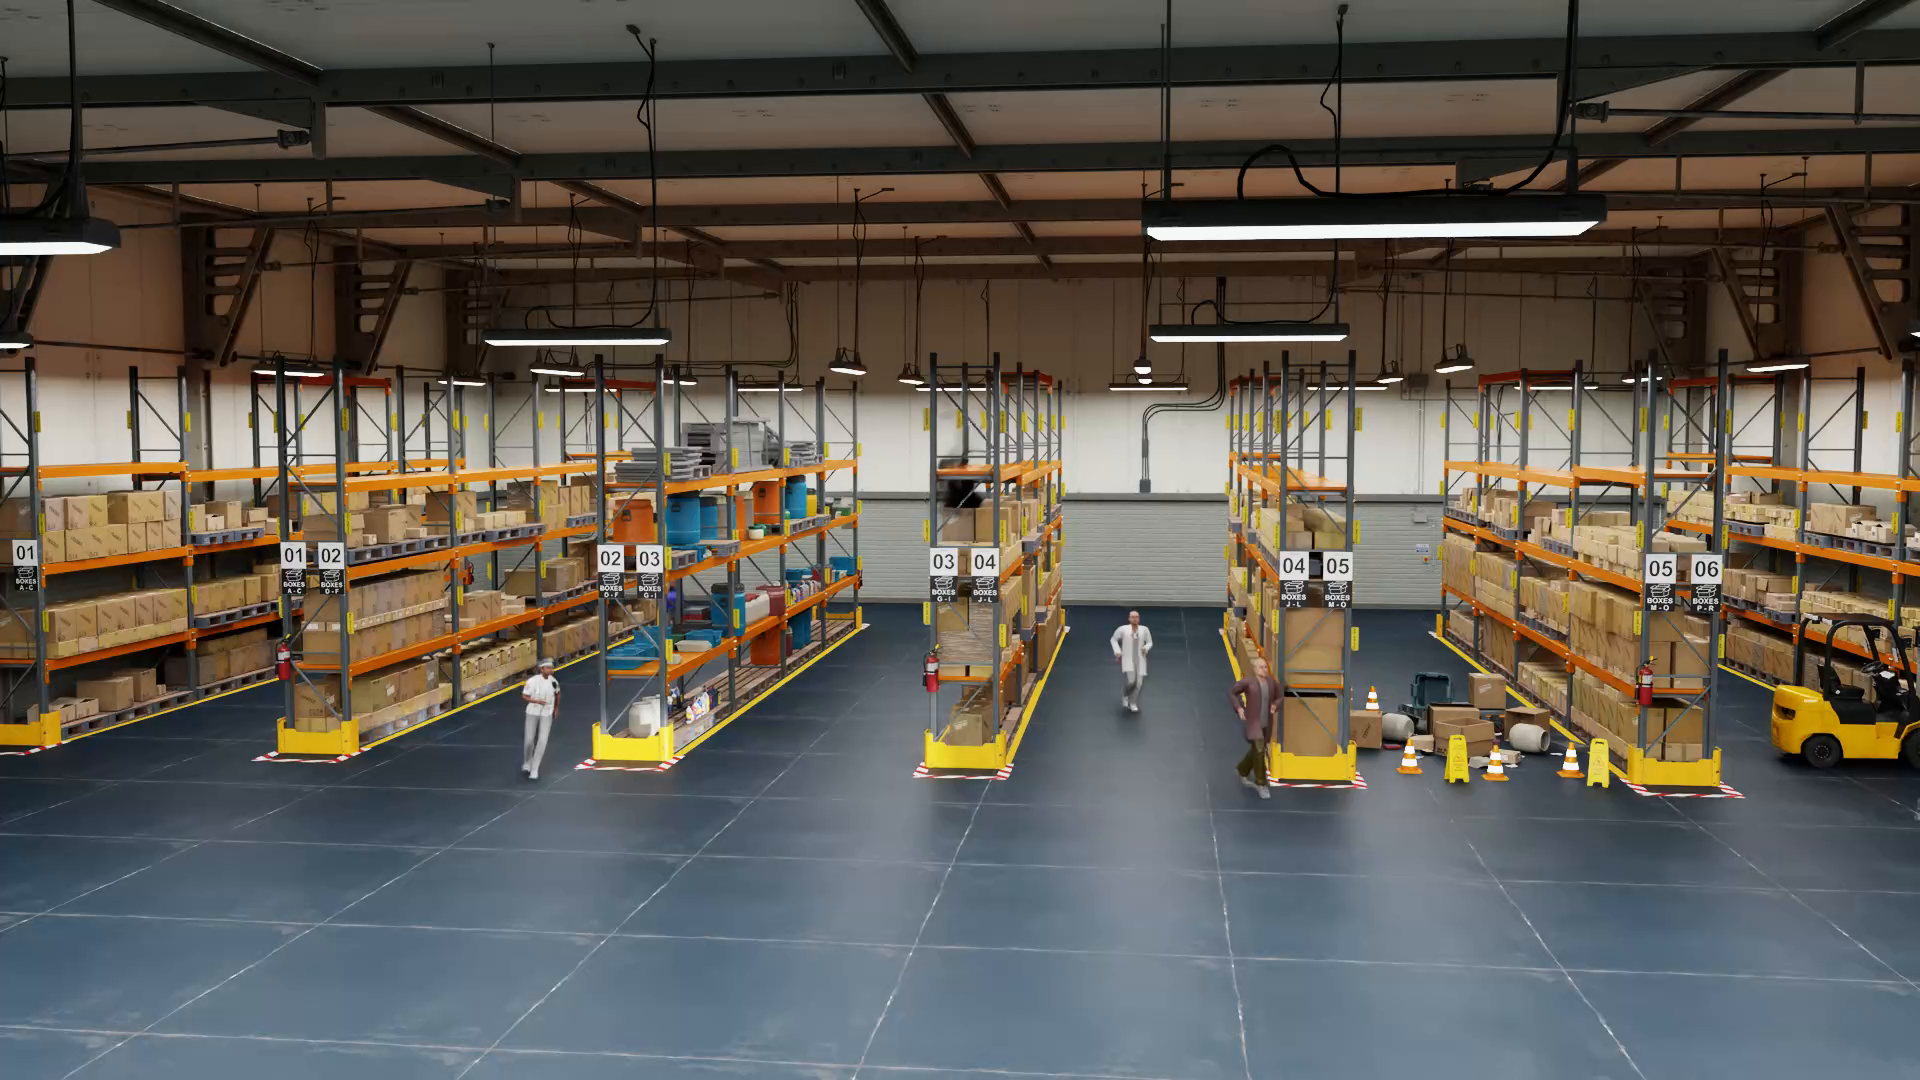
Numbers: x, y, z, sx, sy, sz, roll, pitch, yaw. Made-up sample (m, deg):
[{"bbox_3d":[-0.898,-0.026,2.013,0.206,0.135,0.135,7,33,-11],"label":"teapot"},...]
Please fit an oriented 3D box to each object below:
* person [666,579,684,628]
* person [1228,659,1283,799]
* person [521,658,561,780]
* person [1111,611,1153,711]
[{"bbox_3d":[-6.194,1.660,35.709,0.545,1.707,0.770,0,4,-5],"label":"person"},{"bbox_3d":[4.048,2.529,22.506,0.738,1.846,0.898,-2,4,-21],"label":"person"},{"bbox_3d":[-5.940,2.518,23.631,0.590,1.677,0.690,-1,4,-19],"label":"person"},{"bbox_3d":[3.005,2.101,28.720,0.699,1.736,0.617,-1,4,-9],"label":"person"}]
